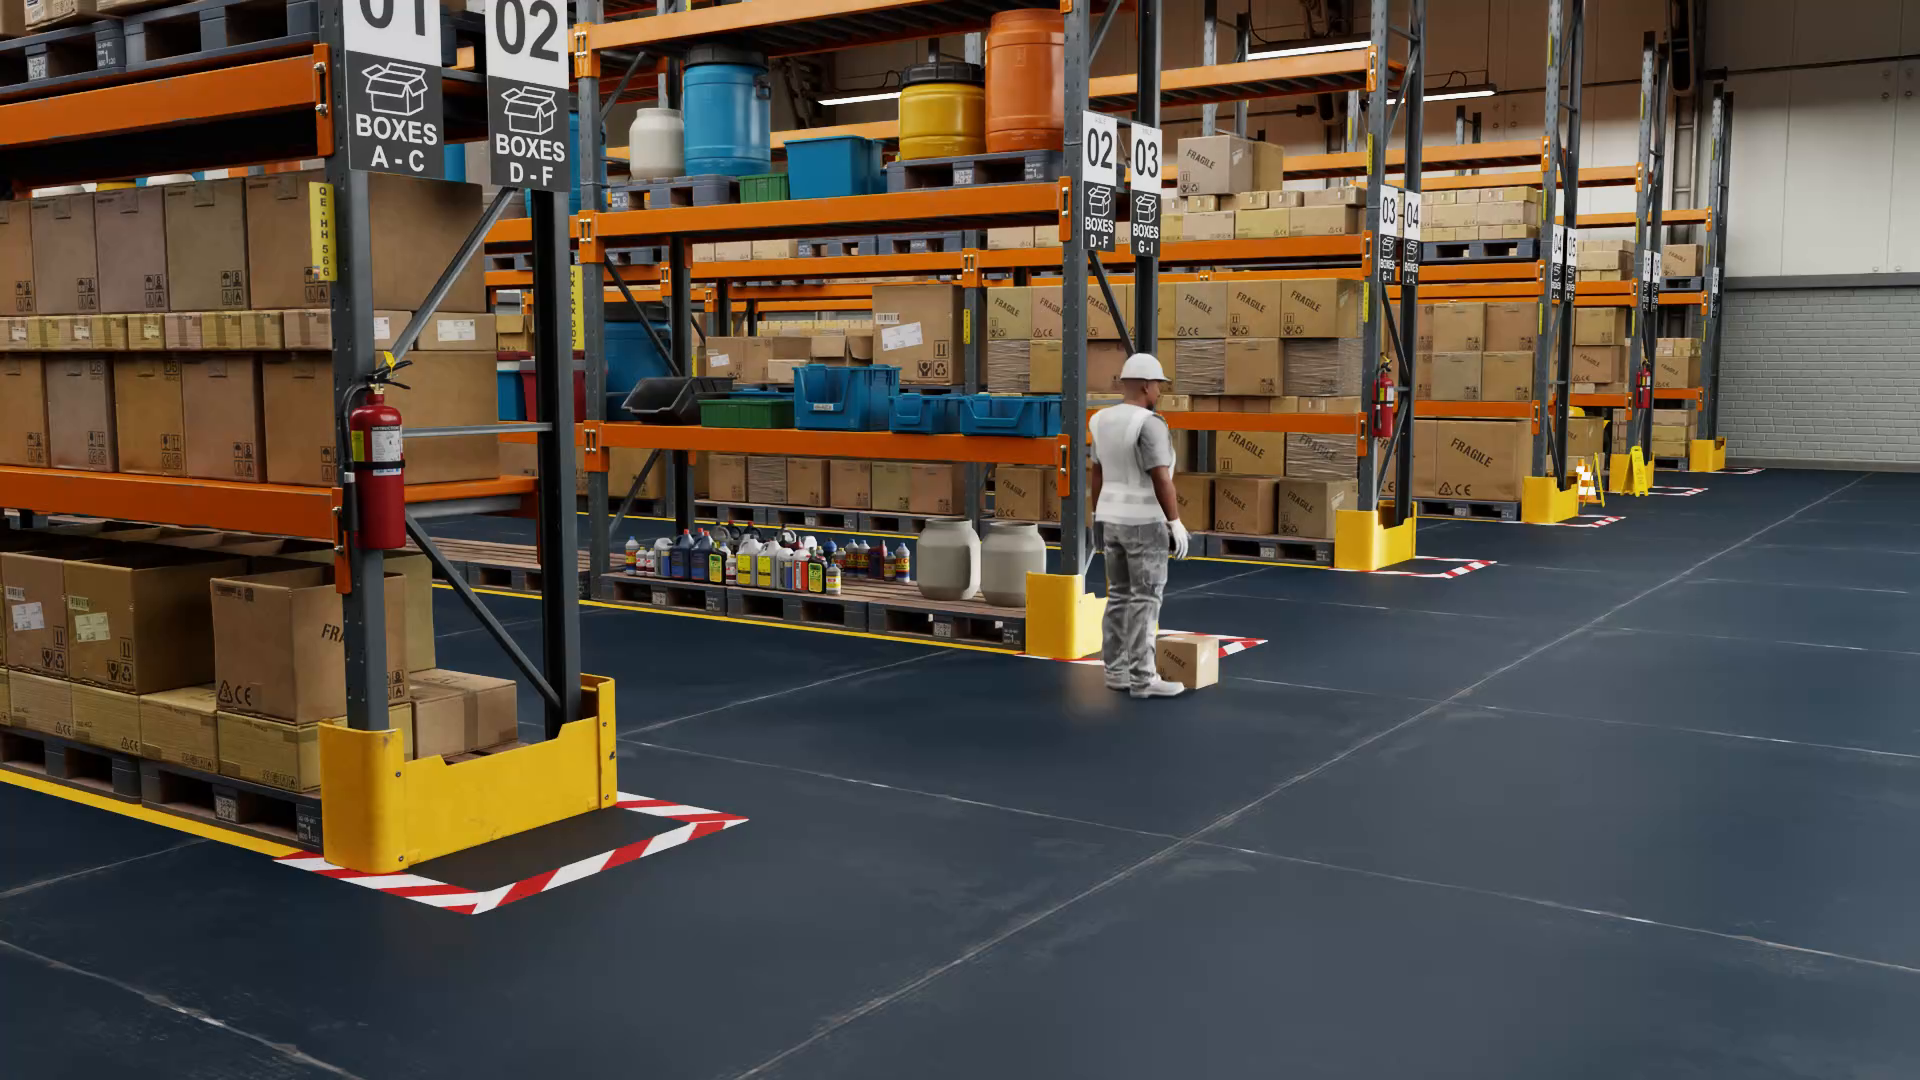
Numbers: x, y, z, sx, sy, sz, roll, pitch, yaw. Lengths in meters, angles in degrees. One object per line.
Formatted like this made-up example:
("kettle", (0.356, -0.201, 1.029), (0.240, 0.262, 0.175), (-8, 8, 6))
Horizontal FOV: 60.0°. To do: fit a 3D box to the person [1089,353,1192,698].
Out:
("person", (0.953, -0.072, 8.717), (0.426, 1.801, 0.622), (-4, 7, -29))
